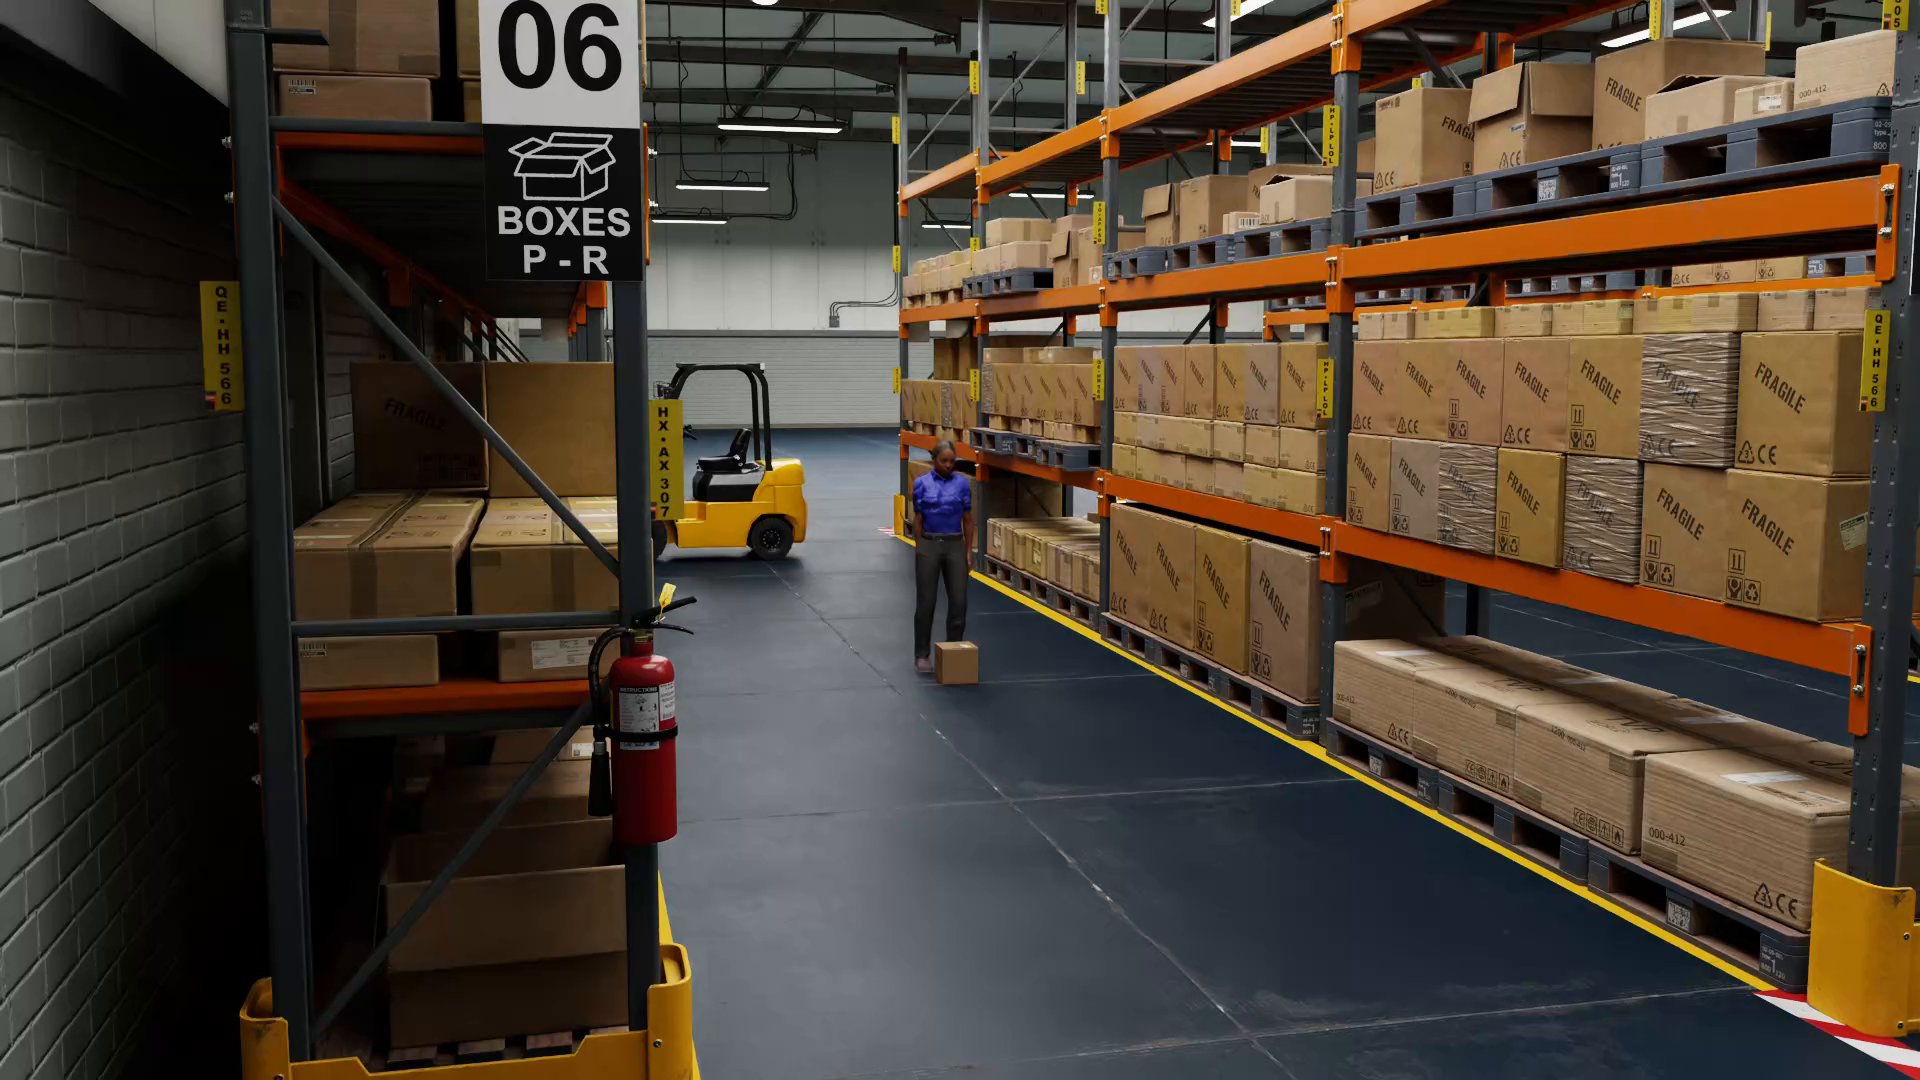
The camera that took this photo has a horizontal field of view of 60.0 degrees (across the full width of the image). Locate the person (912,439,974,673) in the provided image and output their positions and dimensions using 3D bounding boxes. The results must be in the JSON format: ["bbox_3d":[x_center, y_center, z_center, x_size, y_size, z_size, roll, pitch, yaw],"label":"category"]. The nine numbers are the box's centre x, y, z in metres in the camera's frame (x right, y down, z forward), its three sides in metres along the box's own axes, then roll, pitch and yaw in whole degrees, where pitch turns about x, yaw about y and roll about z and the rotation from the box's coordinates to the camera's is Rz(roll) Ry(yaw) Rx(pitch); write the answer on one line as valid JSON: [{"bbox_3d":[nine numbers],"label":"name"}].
[{"bbox_3d":[-0.114,0.107,11.821,0.440,1.658,0.305,-1,6,-13],"label":"person"}]
